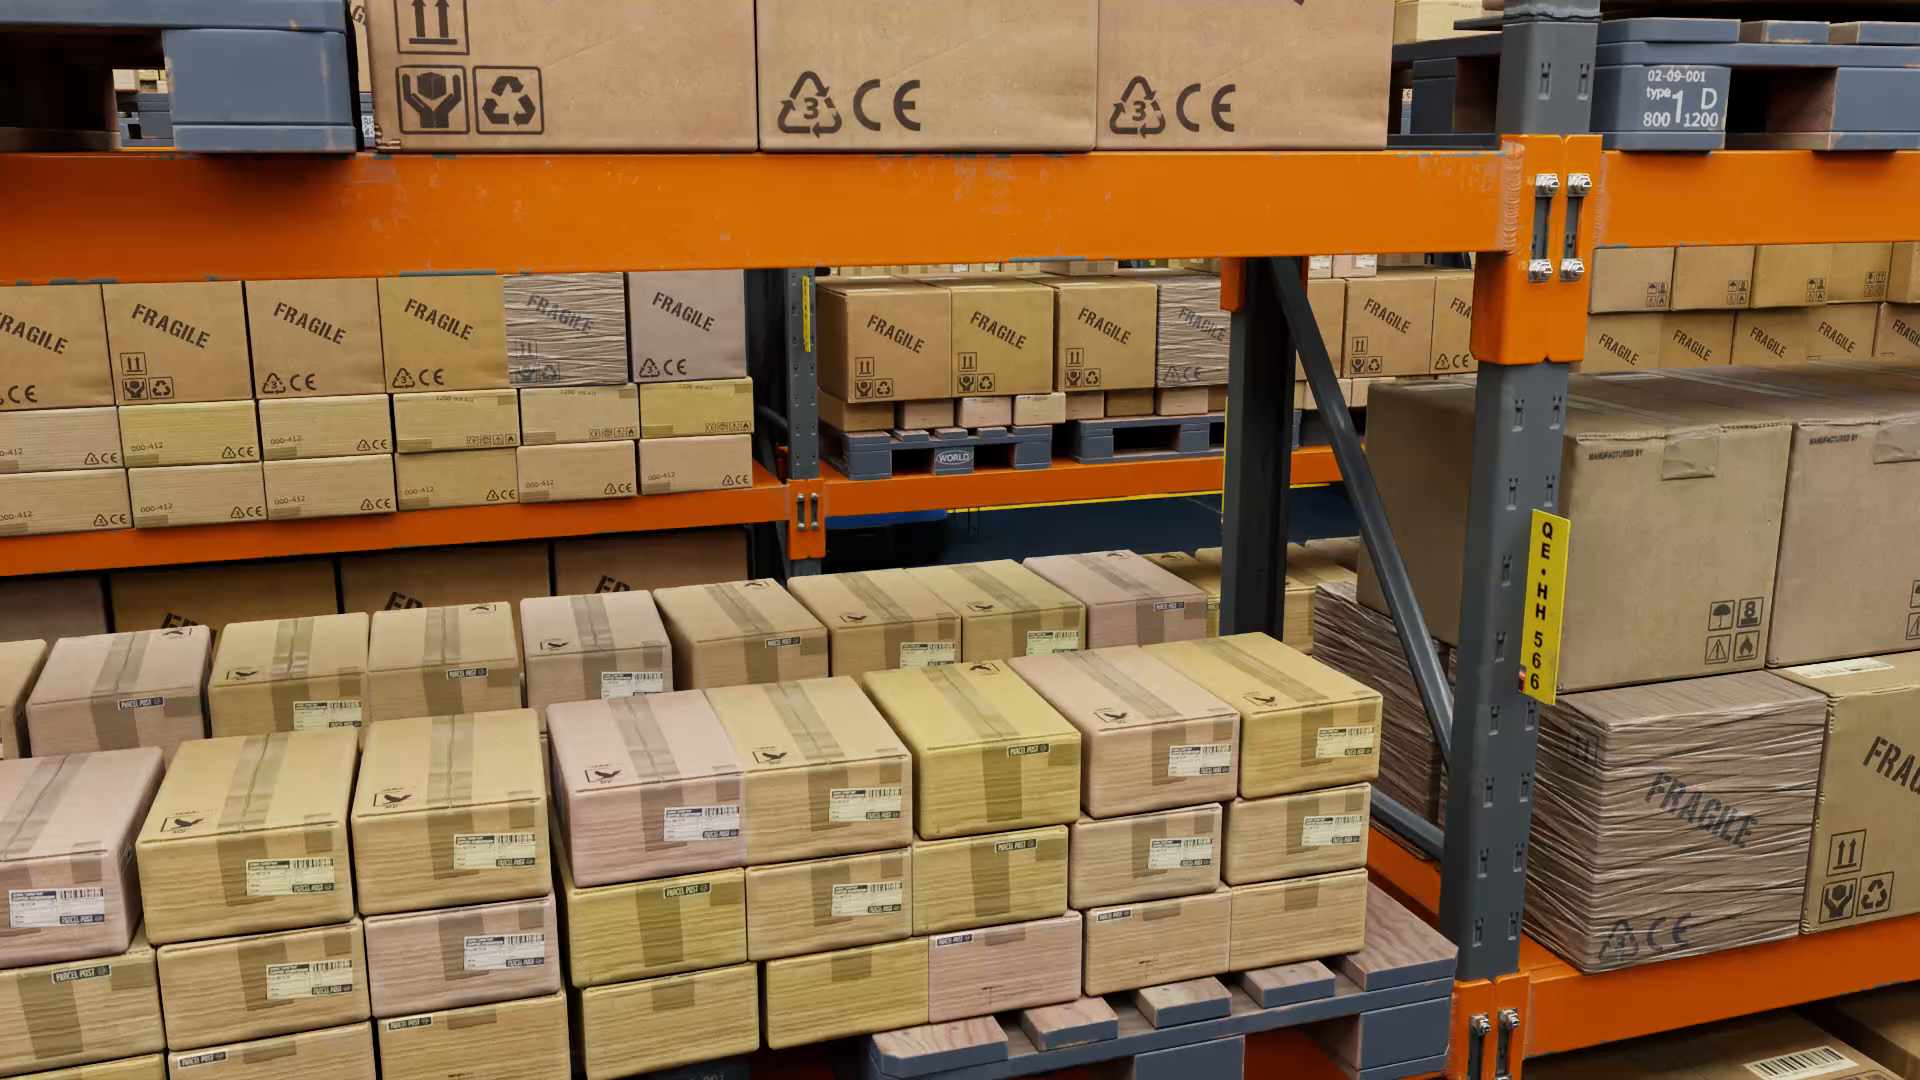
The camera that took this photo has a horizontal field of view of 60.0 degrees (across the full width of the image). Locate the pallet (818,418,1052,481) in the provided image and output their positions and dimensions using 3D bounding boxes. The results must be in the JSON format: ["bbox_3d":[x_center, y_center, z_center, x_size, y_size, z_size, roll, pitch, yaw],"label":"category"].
[{"bbox_3d":[-0.219,-0.539,8.342,1.003,0.211,1.213,-4,14,-18],"label":"pallet"}]

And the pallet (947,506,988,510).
[{"bbox_3d":[-0.500,-0.430,13.493,1.213,0.211,1.003,-4,14,-18],"label":"pallet"}]

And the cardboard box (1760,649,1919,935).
[{"bbox_3d":[1.807,0.461,3.507,0.500,0.500,0.500,-5,14,-19],"label":"cardboard box"}]

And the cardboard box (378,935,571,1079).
[{"bbox_3d":[-0.724,0.670,2.478,0.250,0.149,0.380,-4,14,-16],"label":"cardboard box"}]

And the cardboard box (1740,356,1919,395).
[{"bbox_3d":[2.208,-0.120,3.790,0.500,0.500,0.700,-5,14,-19],"label":"cardboard box"}]

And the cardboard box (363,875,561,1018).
[{"bbox_3d":[-0.730,0.527,2.438,0.250,0.149,0.380,-4,14,-17],"label":"cardboard box"}]

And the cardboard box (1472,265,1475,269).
[{"bbox_3d":[4.258,-2.154,14.499,0.500,0.500,0.500,-4,14,-16],"label":"cardboard box"}]

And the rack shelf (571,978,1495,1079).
[{"bbox_3d":[-1.081,1.019,2.930,4.000,0.370,1.077,-4,14,-18],"label":"rack shelf"}]

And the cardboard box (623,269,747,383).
[{"bbox_3d":[-1.267,-0.996,7.471,0.500,0.500,0.500,-5,14,-20],"label":"cardboard box"}]

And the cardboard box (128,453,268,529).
[{"bbox_3d":[-3.169,-0.236,6.976,0.500,0.250,0.500,-5,14,-19],"label":"cardboard box"}]

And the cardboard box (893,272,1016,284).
[{"bbox_3d":[-0.031,-1.089,8.474,0.500,0.500,0.500,-5,14,-19],"label":"cardboard box"}]

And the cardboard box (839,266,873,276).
[{"bbox_3d":[-0.831,-2.066,12.727,0.250,0.149,0.380,-4,14,-17],"label":"cardboard box"}]

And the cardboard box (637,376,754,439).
[{"bbox_3d":[-1.238,-0.635,7.575,0.500,0.250,0.500,-5,14,-18],"label":"cardboard box"}]

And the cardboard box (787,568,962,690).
[{"bbox_3d":[-0.173,0.179,3.256,0.250,0.149,0.380,-5,14,-18],"label":"cardboard box"}]

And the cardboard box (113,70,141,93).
[{"bbox_3d":[-3.340,-1.828,6.460,0.250,0.166,0.380,-5,14,-22],"label":"cardboard box"}]

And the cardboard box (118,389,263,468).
[{"bbox_3d":[-3.172,-0.478,6.915,0.500,0.250,0.500,-4,14,-17],"label":"cardboard box"}]

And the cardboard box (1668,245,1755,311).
[{"bbox_3d":[3.908,-1.549,9.155,0.500,0.500,0.700,-4,14,-18],"label":"cardboard box"}]

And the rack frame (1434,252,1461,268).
[{"bbox_3d":[2.931,-0.852,9.241,0.127,3.000,1.000,-4,14,-18],"label":"rack frame"}]

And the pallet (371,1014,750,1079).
[{"bbox_3d":[-1.049,0.770,2.838,1.213,0.211,1.003,-4,14,-18],"label":"pallet"}]

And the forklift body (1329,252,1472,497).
[{"bbox_3d":[3.920,-1.282,12.886,1.214,2.155,2.313,-4,14,-18],"label":"forklift body"}]

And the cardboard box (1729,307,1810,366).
[{"bbox_3d":[4.385,-1.093,9.396,0.500,0.500,0.500,-5,14,-19],"label":"cardboard box"}]

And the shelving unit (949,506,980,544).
[{"bbox_3d":[0.014,-0.585,12.008,0.189,1.200,0.258,-4,14,-18],"label":"shelving unit"}]

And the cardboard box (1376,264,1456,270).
[{"bbox_3d":[2.395,-1.278,9.266,0.500,0.500,0.500,-4,14,-17],"label":"cardboard box"}]

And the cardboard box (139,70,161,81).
[{"bbox_3d":[-5.331,-3.055,10.798,0.250,0.149,0.380,-5,14,-19],"label":"cardboard box"}]

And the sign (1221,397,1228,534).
[{"bbox_3d":[0.634,-0.163,3.844,0.005,0.325,0.100,-4,14,-18],"label":"sign"}]

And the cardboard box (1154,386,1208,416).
[{"bbox_3d":[1.055,-0.730,8.367,0.250,0.149,0.380,-4,14,-16],"label":"cardboard box"}]

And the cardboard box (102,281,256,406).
[{"bbox_3d":[-3.193,-0.846,6.840,0.500,0.500,0.500,-5,14,-19],"label":"cardboard box"}]

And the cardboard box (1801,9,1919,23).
[{"bbox_3d":[2.045,-1.160,3.255,0.500,0.250,0.500,-4,14,-17],"label":"cardboard box"}]

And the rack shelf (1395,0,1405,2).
[{"bbox_3d":[3.240,-4.462,13.873,4.000,0.370,1.077,-4,14,-18],"label":"rack shelf"}]

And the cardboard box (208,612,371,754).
[{"bbox_3d":[-1.168,0.257,2.931,0.250,0.149,0.380,-5,14,-19],"label":"cardboard box"}]

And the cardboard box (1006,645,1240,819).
[{"bbox_3d":[0.257,0.305,2.729,0.250,0.149,0.380,-5,14,-19],"label":"cardboard box"}]

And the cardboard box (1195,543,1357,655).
[{"bbox_3d":[1.754,0.315,9.106,0.625,0.372,0.950,-4,14,-15],"label":"cardboard box"}]

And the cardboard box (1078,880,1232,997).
[{"bbox_3d":[0.258,0.595,2.796,0.250,0.149,0.380,-4,14,-18],"label":"cardboard box"}]

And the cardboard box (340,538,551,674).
[{"bbox_3d":[-2.388,0.371,7.787,0.875,0.875,0.875,-4,14,-17],"label":"cardboard box"}]

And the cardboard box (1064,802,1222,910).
[{"bbox_3d":[0.239,0.451,2.756,0.250,0.149,0.380,-4,14,-16],"label":"cardboard box"}]

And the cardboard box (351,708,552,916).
[{"bbox_3d":[-0.730,0.382,2.405,0.250,0.149,0.380,-4,14,-15],"label":"cardboard box"}]

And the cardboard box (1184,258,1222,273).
[{"bbox_3d":[1.376,-1.505,8.820,0.250,0.149,0.380,-4,14,-15],"label":"cardboard box"}]

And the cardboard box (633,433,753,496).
[{"bbox_3d":[-1.257,-0.389,7.621,0.500,0.250,0.500,-5,14,-20],"label":"cardboard box"}]

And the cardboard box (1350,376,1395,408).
[{"bbox_3d":[2.043,-0.793,8.629,0.250,0.149,0.380,-5,14,-19],"label":"cardboard box"}]

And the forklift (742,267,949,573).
[{"bbox_3d":[-1.647,-1.261,11.111,3.031,2.935,1.130,-5,14,-20],"label":"forklift"}]

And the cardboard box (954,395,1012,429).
[{"bbox_3d":[0.060,-0.645,8.009,0.250,0.149,0.380,-5,14,-22],"label":"cardboard box"}]

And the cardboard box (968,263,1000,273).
[{"bbox_3d":[0.129,-2.147,13.068,0.250,0.149,0.380,-5,14,-19],"label":"cardboard box"}]

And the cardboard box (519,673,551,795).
[{"bbox_3d":[-0.691,0.364,3.122,0.250,0.149,0.380,-4,14,-18],"label":"cardboard box"}]

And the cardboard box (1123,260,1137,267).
[{"bbox_3d":[1.567,-2.384,14.067,0.250,0.149,0.380,-5,14,-18],"label":"cardboard box"}]

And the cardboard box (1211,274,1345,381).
[{"bbox_3d":[1.606,-1.091,8.482,0.500,0.500,0.500,-4,14,-16],"label":"cardboard box"}]

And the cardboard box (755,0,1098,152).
[{"bbox_3d":[-0.115,-0.849,2.530,0.500,0.500,0.500,-4,14,-18],"label":"cardboard box"}]

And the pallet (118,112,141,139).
[{"bbox_3d":[-5.597,-2.750,11.147,1.003,0.211,1.213,-4,14,-18],"label":"pallet"}]

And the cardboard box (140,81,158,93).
[{"bbox_3d":[-5.363,-2.926,10.900,0.250,0.149,0.380,-4,14,-18],"label":"cardboard box"}]

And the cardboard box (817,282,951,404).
[{"bbox_3d":[-0.360,-0.937,7.832,0.500,0.500,0.500,-5,14,-20],"label":"cardboard box"}]
